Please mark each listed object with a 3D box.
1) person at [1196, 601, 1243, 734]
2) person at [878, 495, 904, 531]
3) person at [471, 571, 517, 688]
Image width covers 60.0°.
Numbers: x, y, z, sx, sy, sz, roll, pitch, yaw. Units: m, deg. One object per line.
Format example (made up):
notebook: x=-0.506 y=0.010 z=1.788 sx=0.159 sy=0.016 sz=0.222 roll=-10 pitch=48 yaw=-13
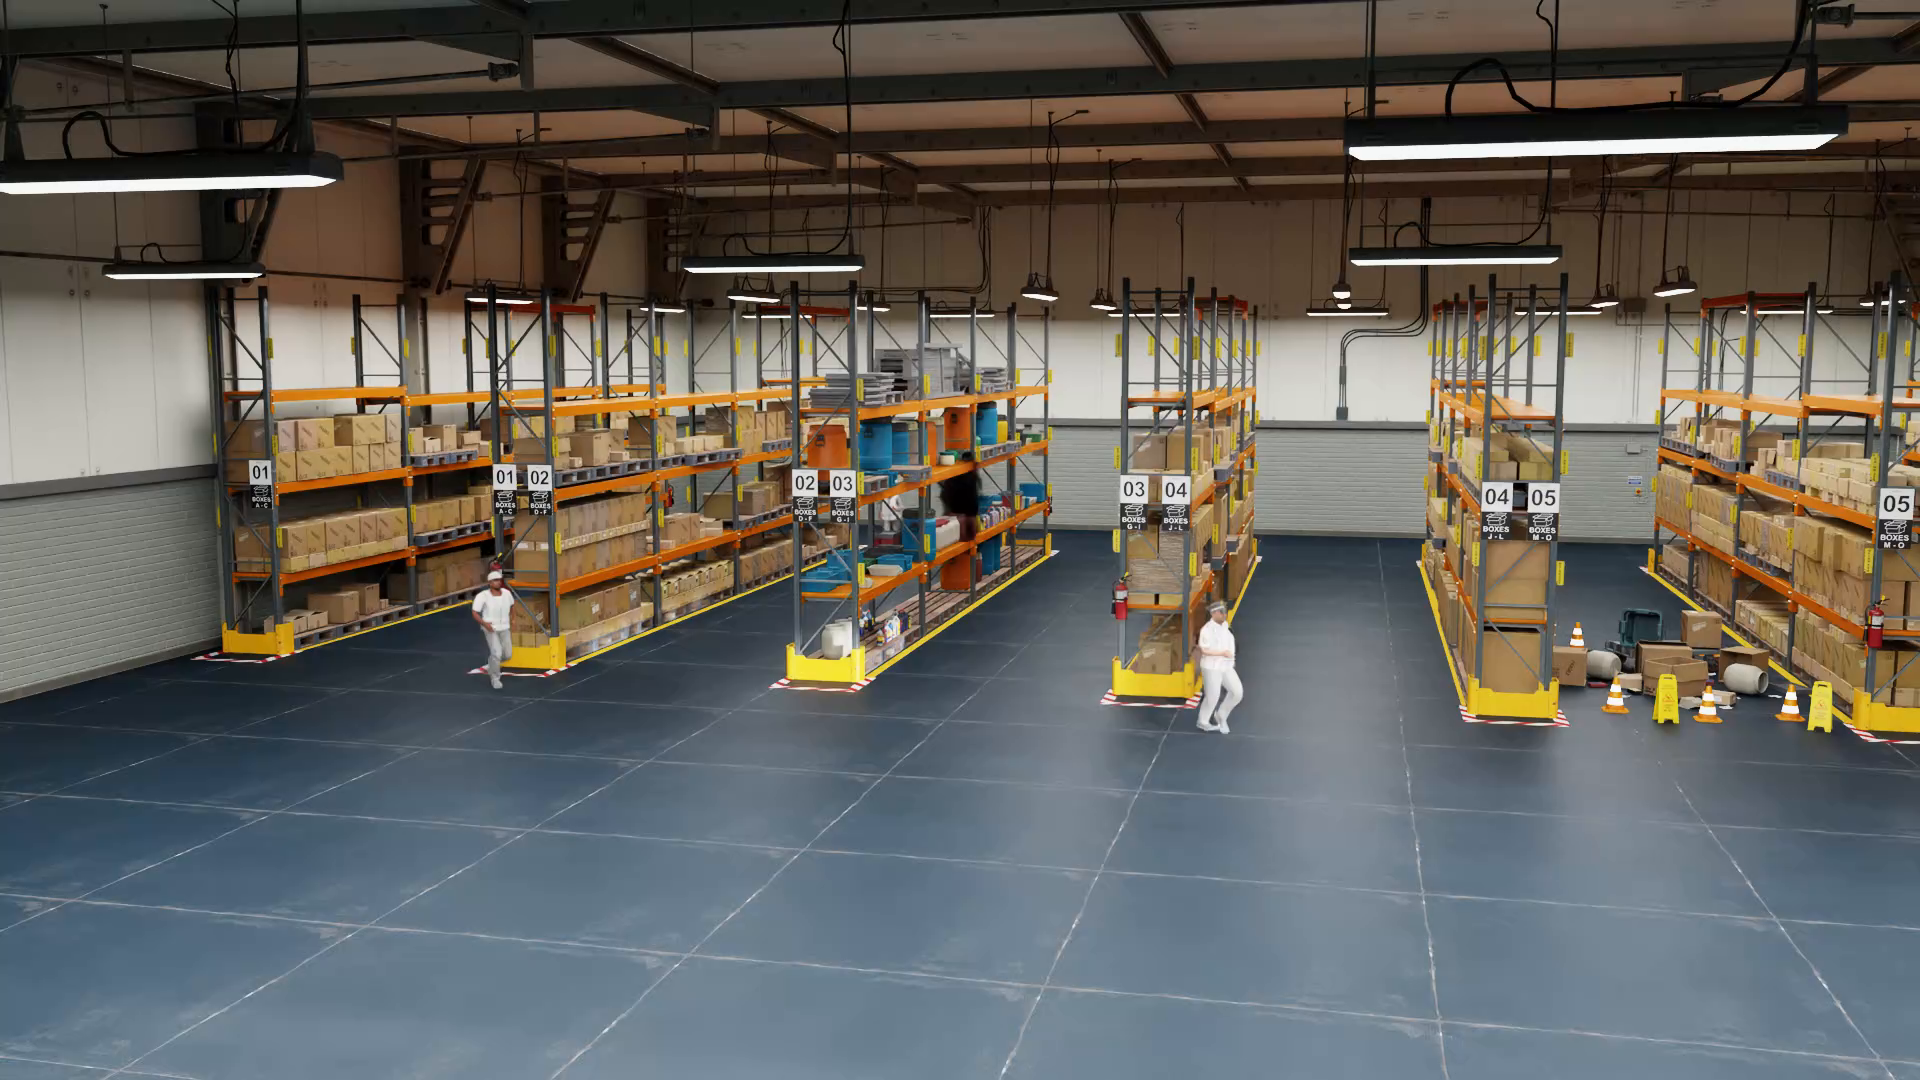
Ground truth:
person: x=3.366 y=1.668 z=21.556 sx=0.618 sy=1.795 sz=0.709 roll=-5 pitch=8 yaw=-39
person: x=-1.677 y=-0.475 z=40.033 sx=0.667 sy=1.808 sz=0.839 roll=1 pitch=7 yaw=6
person: x=-6.911 y=1.317 z=24.744 sx=0.612 sy=1.727 sz=0.741 roll=6 pitch=9 yaw=44
